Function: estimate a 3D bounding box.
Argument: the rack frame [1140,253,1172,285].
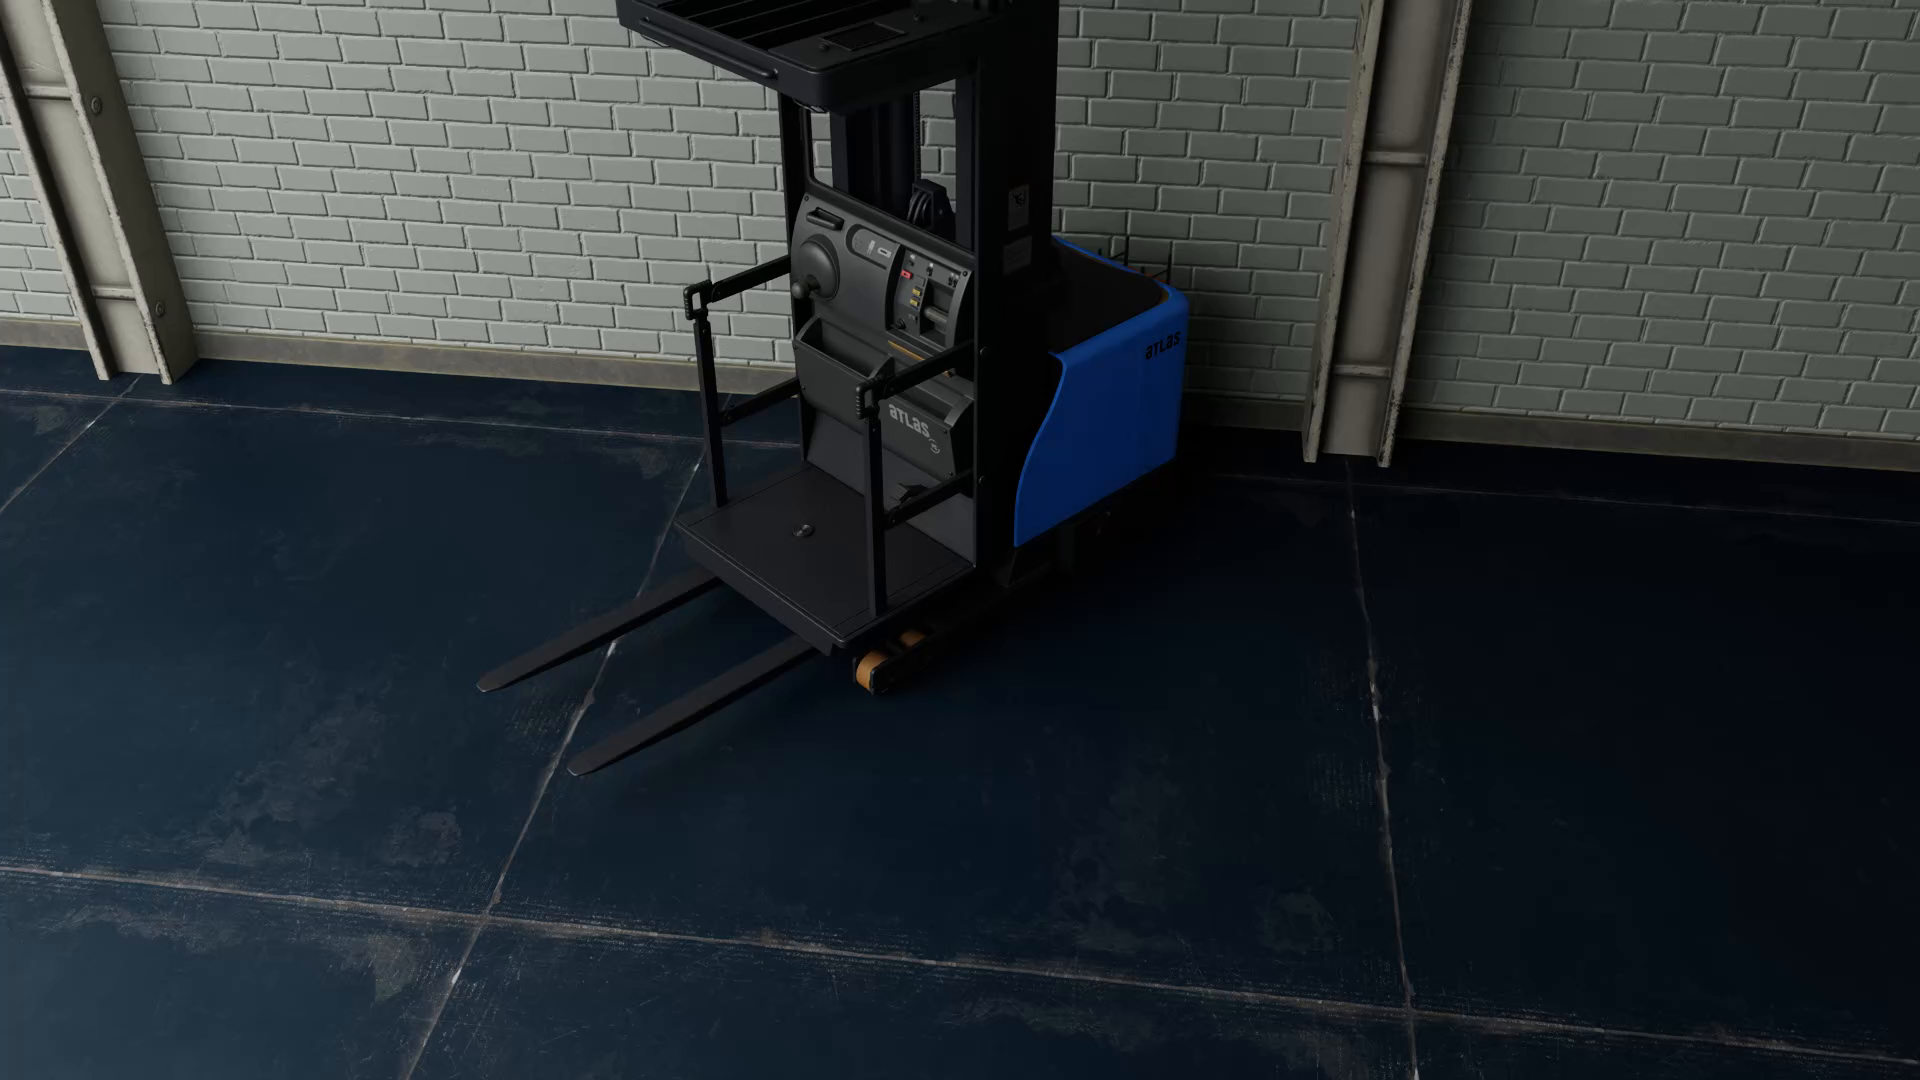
[{"bbox_3d":[0.842,-0.770,7.425,0.200,1.050,0.008,-30,45,-35],"label":"rack frame"}]

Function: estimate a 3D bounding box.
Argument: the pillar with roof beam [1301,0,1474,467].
[{"bbox_3d":[1.274,-1.623,1.777,0.400,9.000,9.100,4,36,6],"label":"pillar with roof beam"}]

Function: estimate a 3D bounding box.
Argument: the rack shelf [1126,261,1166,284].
[{"bbox_3d":[0.757,-1.043,7.337,0.215,0.259,0.240,-30,45,-35],"label":"rack shelf"}]

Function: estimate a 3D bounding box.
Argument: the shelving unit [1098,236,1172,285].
[{"bbox_3d":[0.757,-0.820,7.496,0.215,1.050,0.252,-30,45,-35],"label":"shelving unit"}]

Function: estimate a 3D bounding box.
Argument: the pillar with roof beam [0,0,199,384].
[{"bbox_3d":[-4.677,-2.067,2.399,0.400,9.000,9.100,4,36,6],"label":"pillar with roof beam"}]

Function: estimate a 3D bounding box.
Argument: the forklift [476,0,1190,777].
[{"bbox_3d":[-0.455,-0.943,6.048,3.031,2.935,1.130,-29,45,-34],"label":"forklift"}]

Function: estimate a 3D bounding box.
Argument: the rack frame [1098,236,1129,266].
[{"bbox_3d":[0.671,-0.871,7.567,0.200,1.050,0.008,-30,45,-35],"label":"rack frame"}]
